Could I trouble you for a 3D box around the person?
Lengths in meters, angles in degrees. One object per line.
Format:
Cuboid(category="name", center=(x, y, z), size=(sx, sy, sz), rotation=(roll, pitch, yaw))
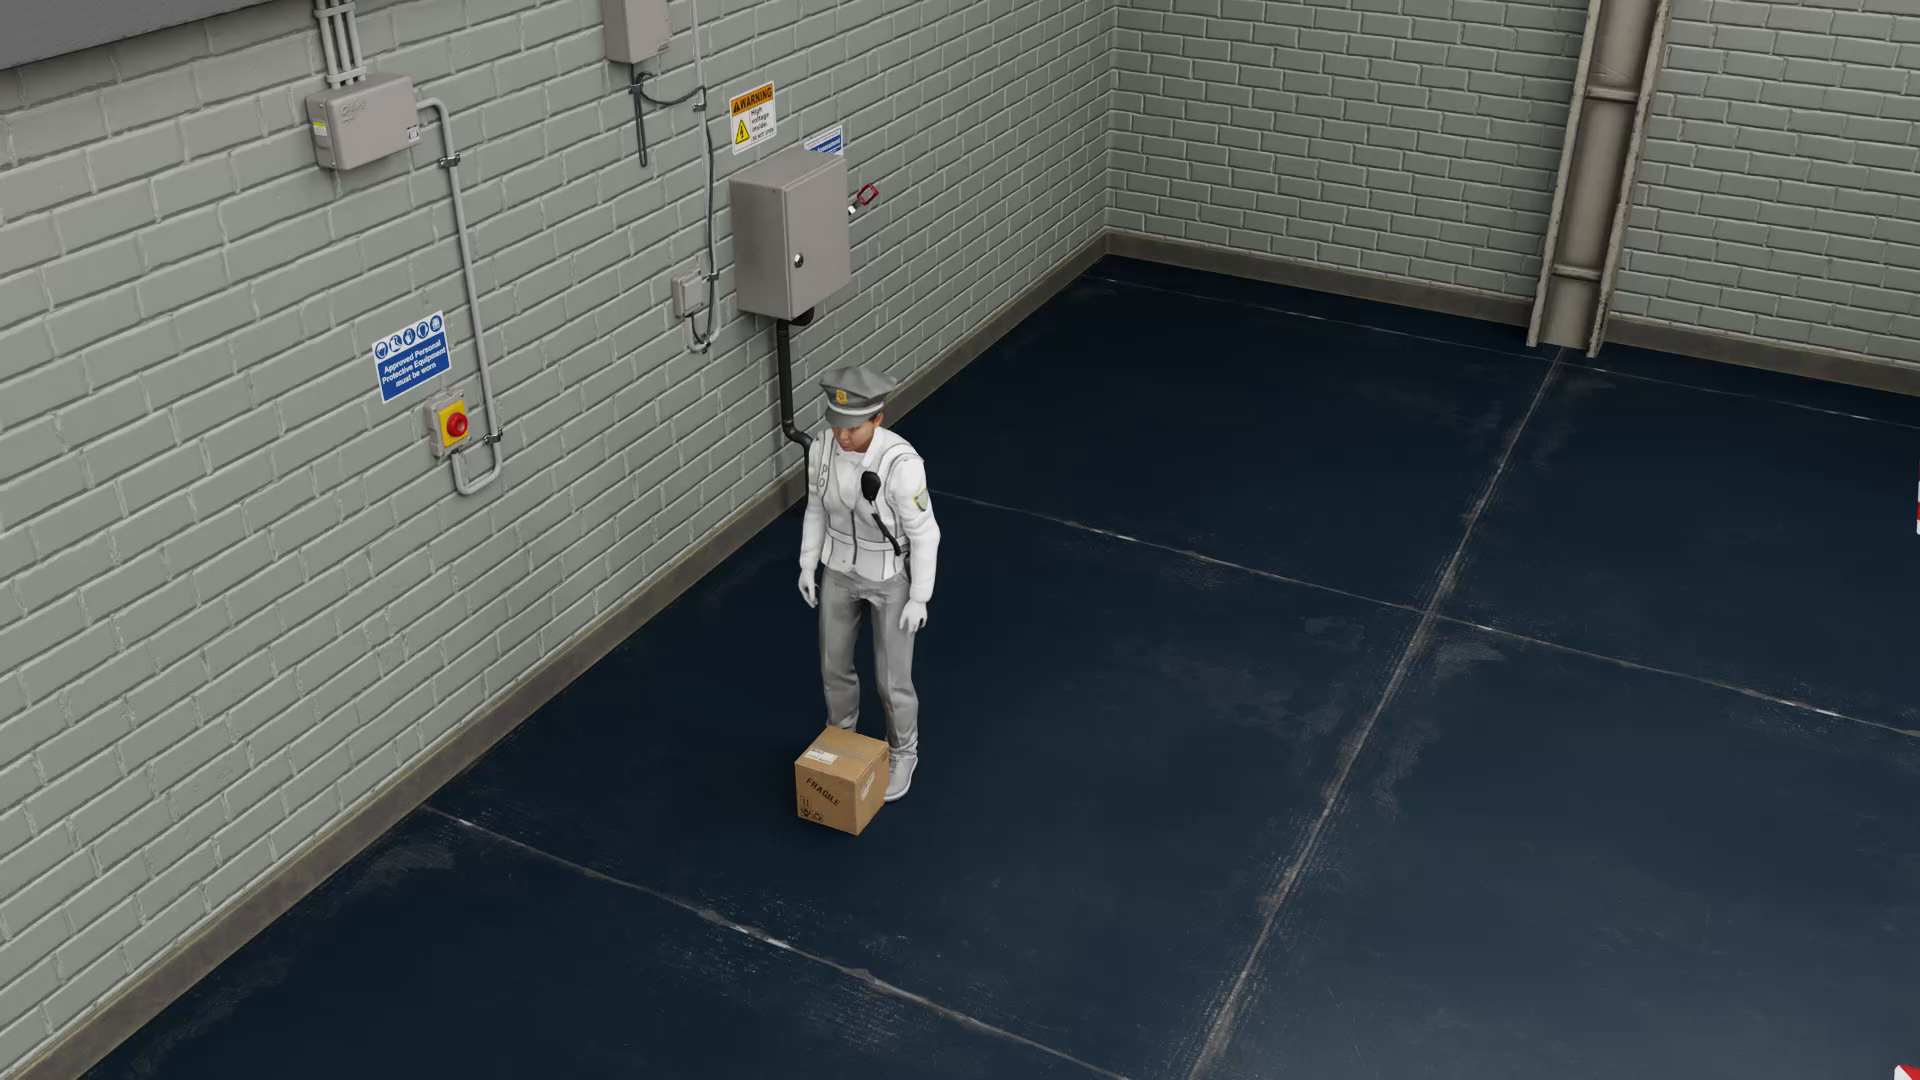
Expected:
Cuboid(category="person", center=(-0.326, 0.151, 5.867), size=(0.528, 1.664, 0.372), rotation=(15, 33, 23))
